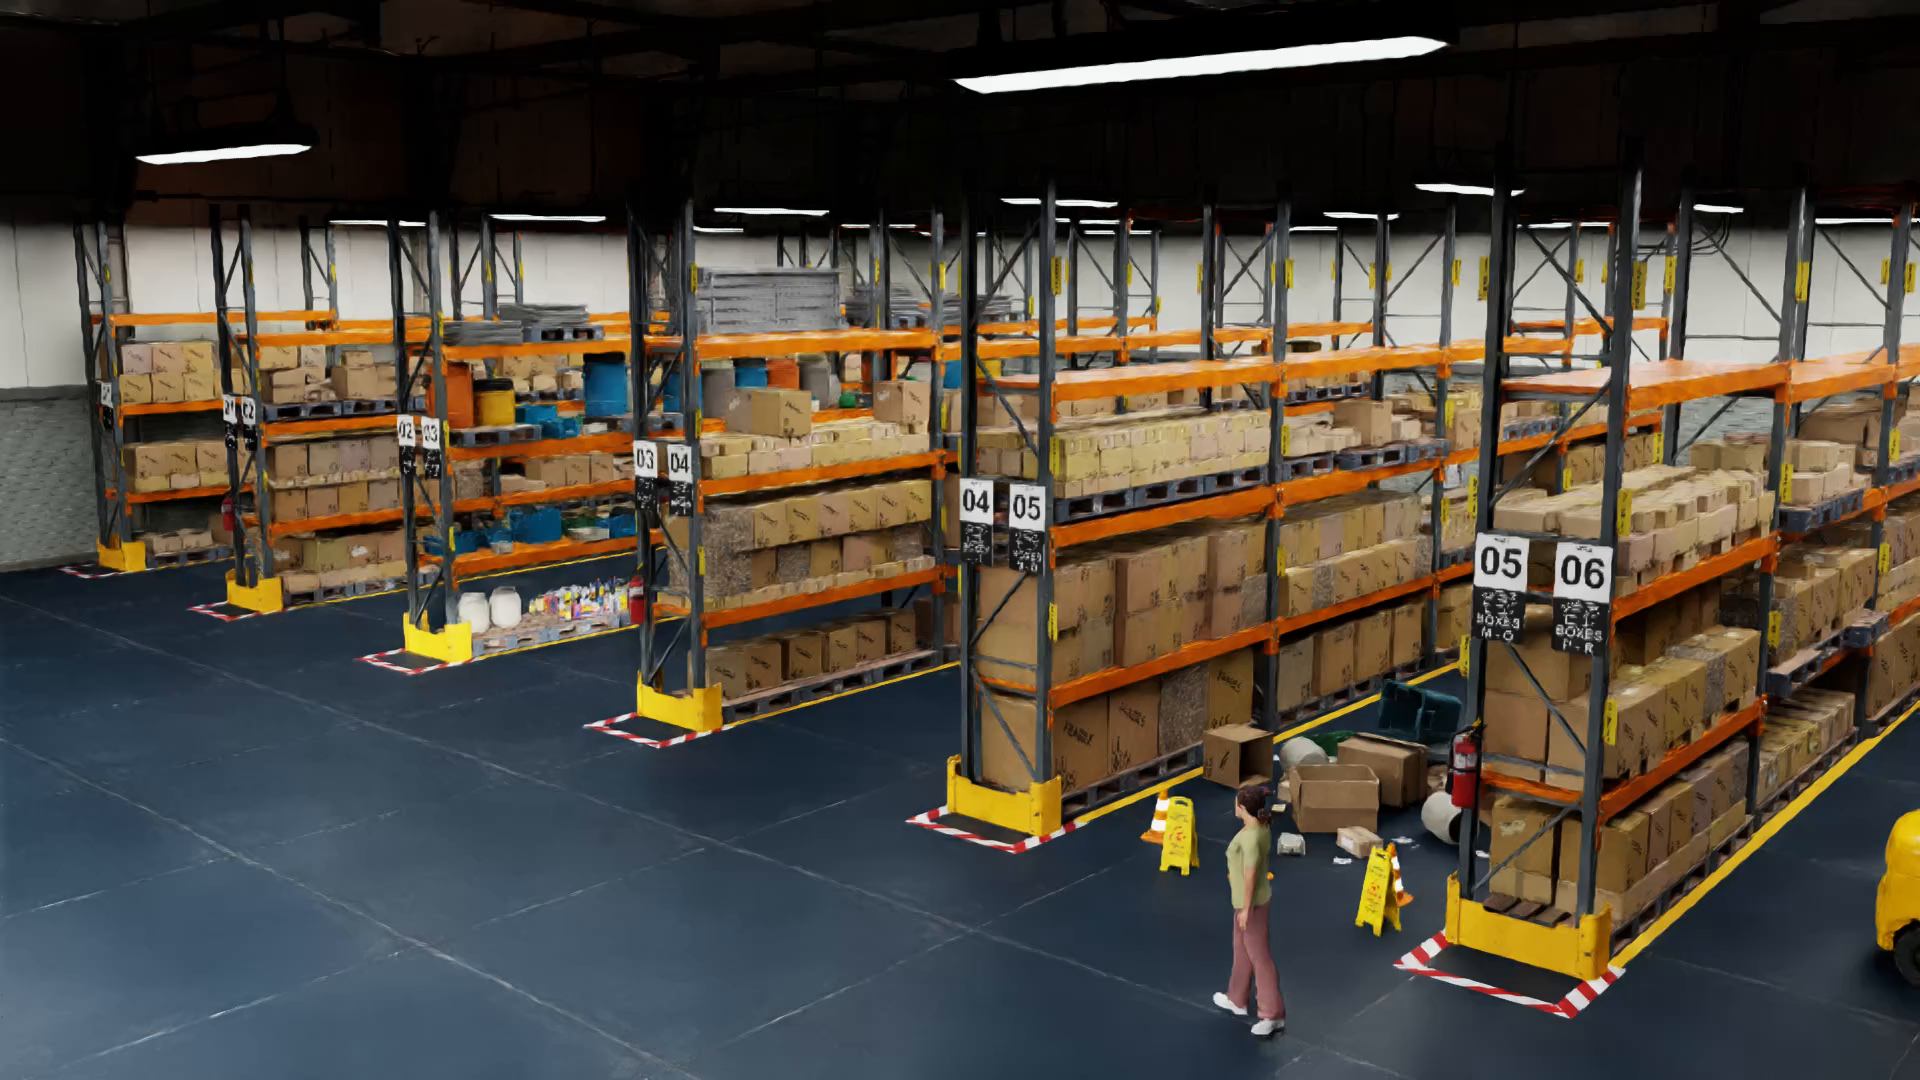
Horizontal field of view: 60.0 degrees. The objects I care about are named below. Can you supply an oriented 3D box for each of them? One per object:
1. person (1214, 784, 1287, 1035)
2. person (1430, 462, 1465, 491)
[{"bbox_3d":[1.986,2.501,11.349,0.551,1.650,0.571,3,10,19],"label":"person"},{"bbox_3d":[9.563,-1.059,32.585,0.682,1.658,0.844,4,10,23],"label":"person"}]
